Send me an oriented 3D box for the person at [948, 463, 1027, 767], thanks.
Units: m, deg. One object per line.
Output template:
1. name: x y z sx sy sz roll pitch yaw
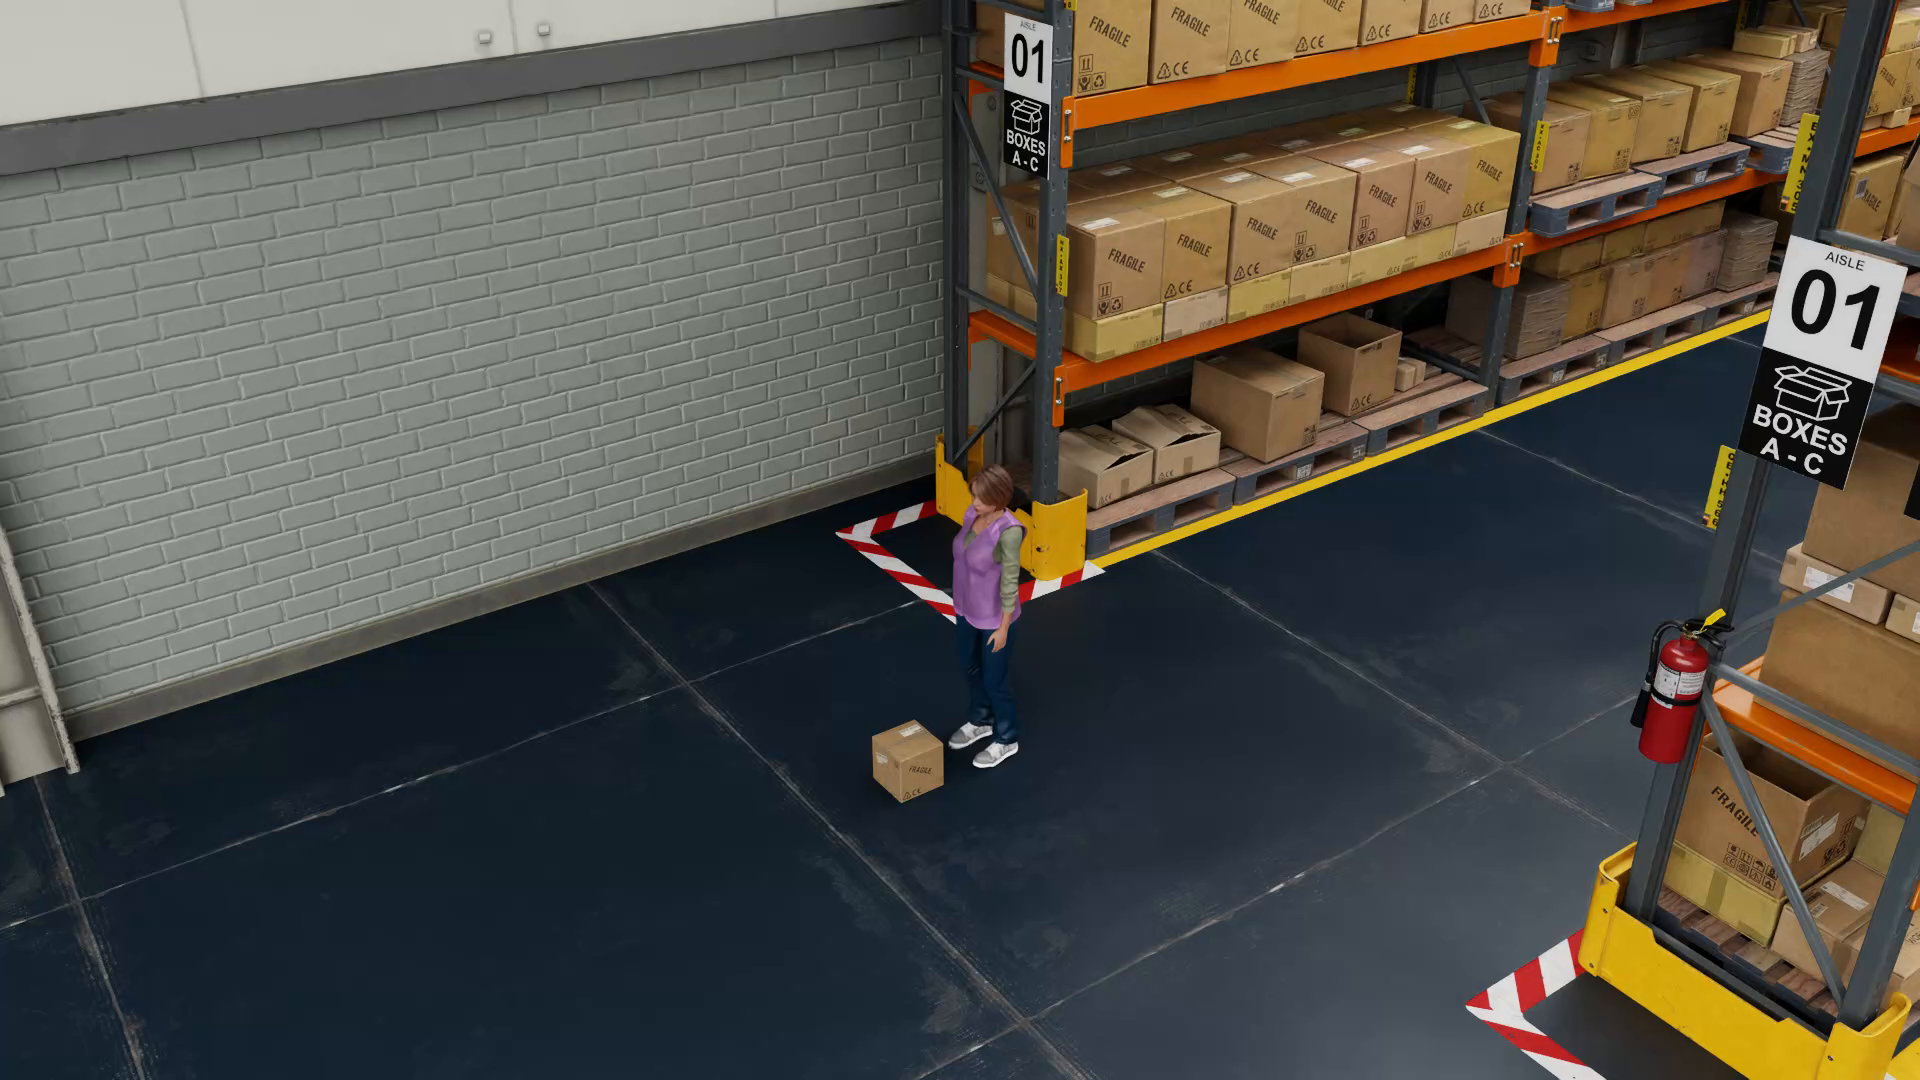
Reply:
1. person: 0.137 0.364 7.985 0.306 1.599 0.406 -18 34 -29
